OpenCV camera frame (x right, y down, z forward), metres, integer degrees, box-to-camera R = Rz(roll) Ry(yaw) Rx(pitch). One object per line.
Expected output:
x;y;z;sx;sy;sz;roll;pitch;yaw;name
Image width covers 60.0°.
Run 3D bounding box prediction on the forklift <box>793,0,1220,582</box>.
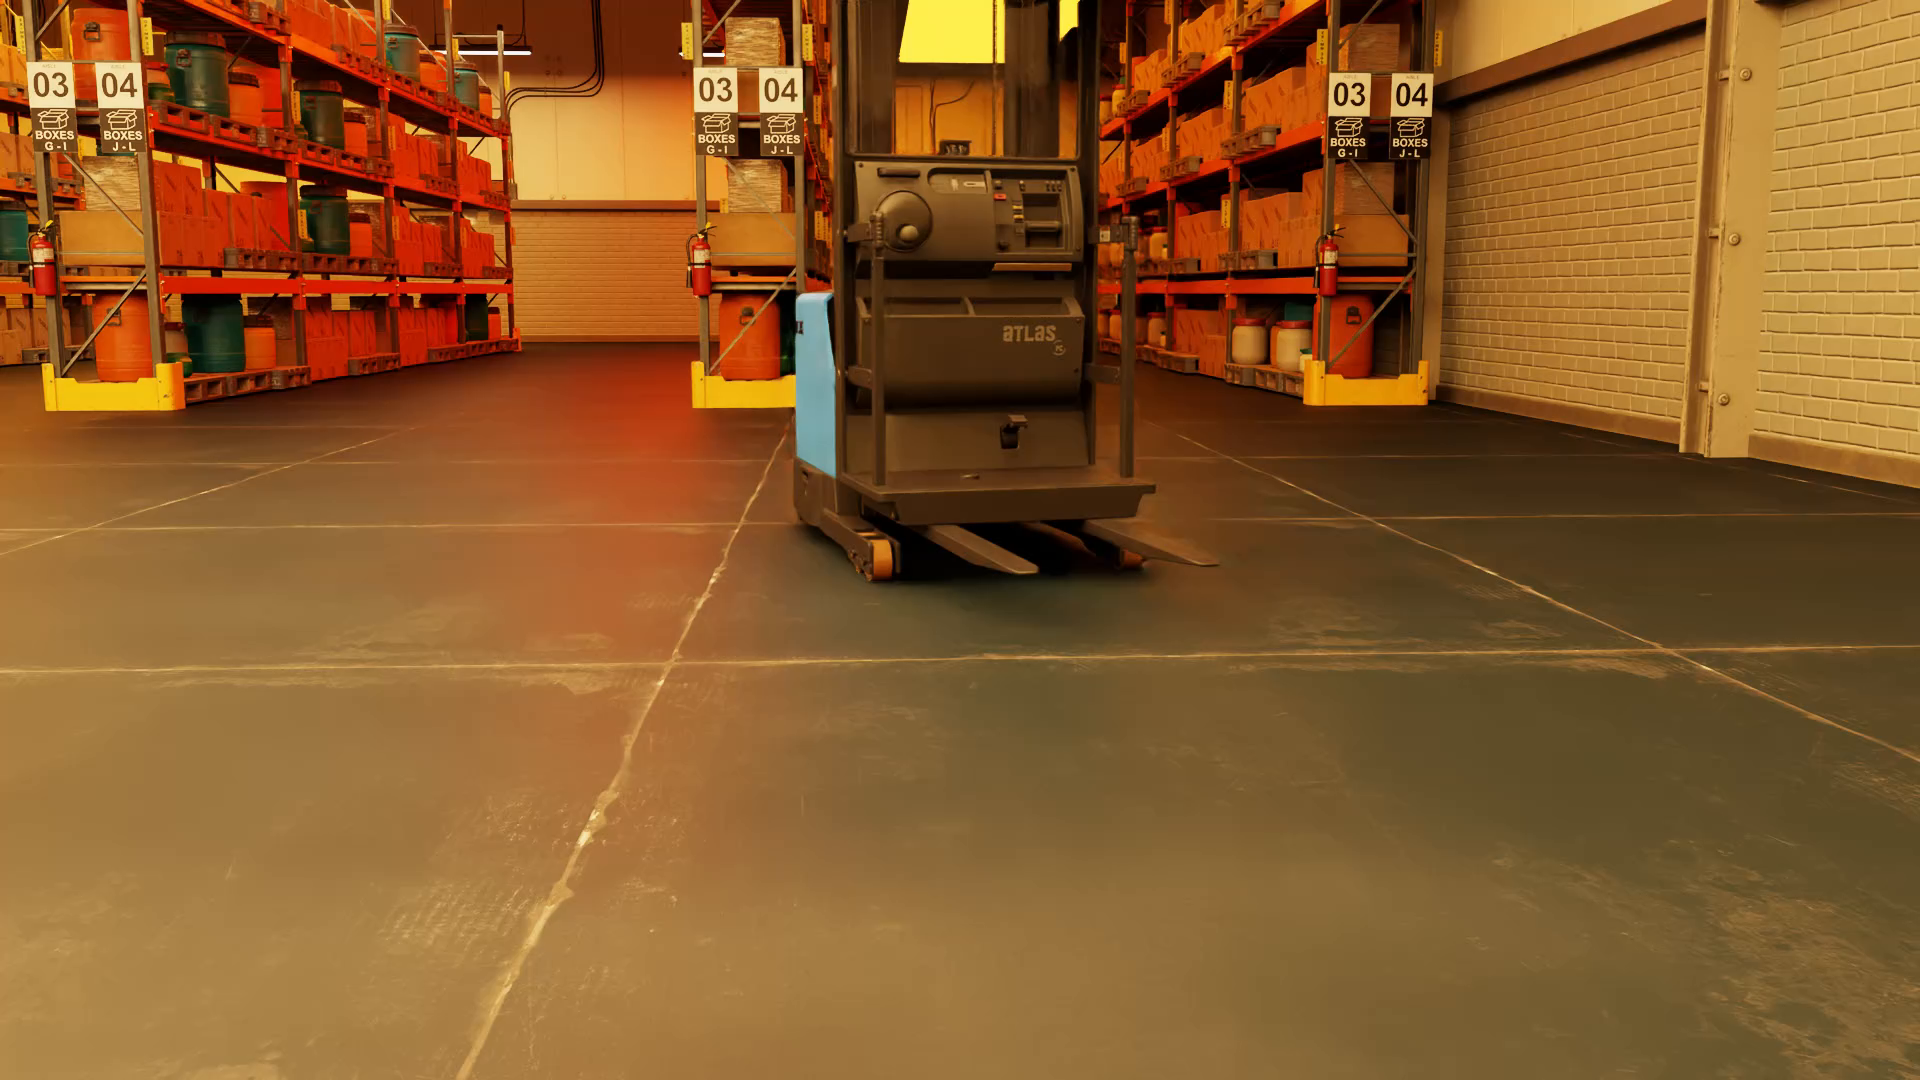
0.100;-1.354;6.452;1.130;2.935;3.031;-2;9;-15;forklift
